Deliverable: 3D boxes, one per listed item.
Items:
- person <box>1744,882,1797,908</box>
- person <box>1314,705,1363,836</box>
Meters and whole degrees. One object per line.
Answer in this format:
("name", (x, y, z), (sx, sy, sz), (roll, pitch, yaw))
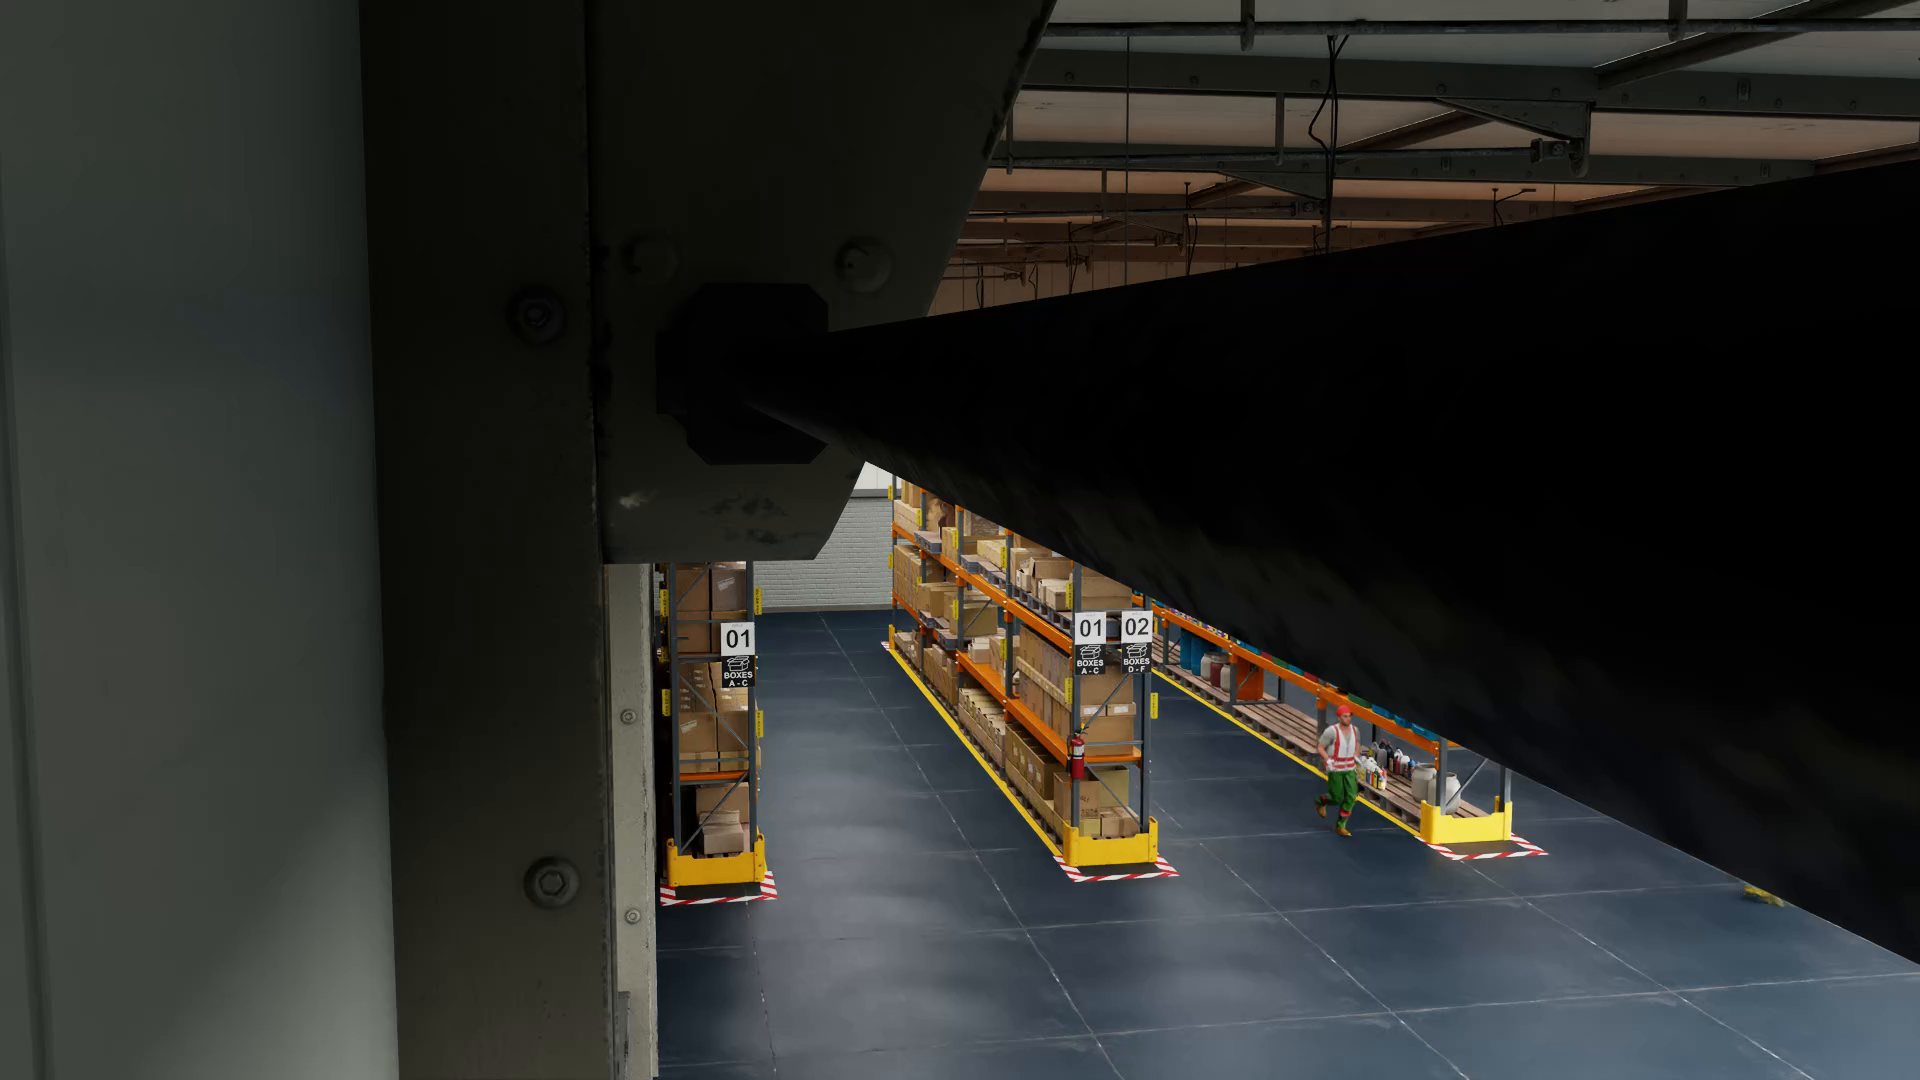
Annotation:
("person", (9.606, 3.376, 19.429), (0.746, 1.822, 0.661), (3, 7, 25))
("person", (5.088, 3.056, 22.354), (0.647, 1.743, 0.738), (-2, 6, -18))
